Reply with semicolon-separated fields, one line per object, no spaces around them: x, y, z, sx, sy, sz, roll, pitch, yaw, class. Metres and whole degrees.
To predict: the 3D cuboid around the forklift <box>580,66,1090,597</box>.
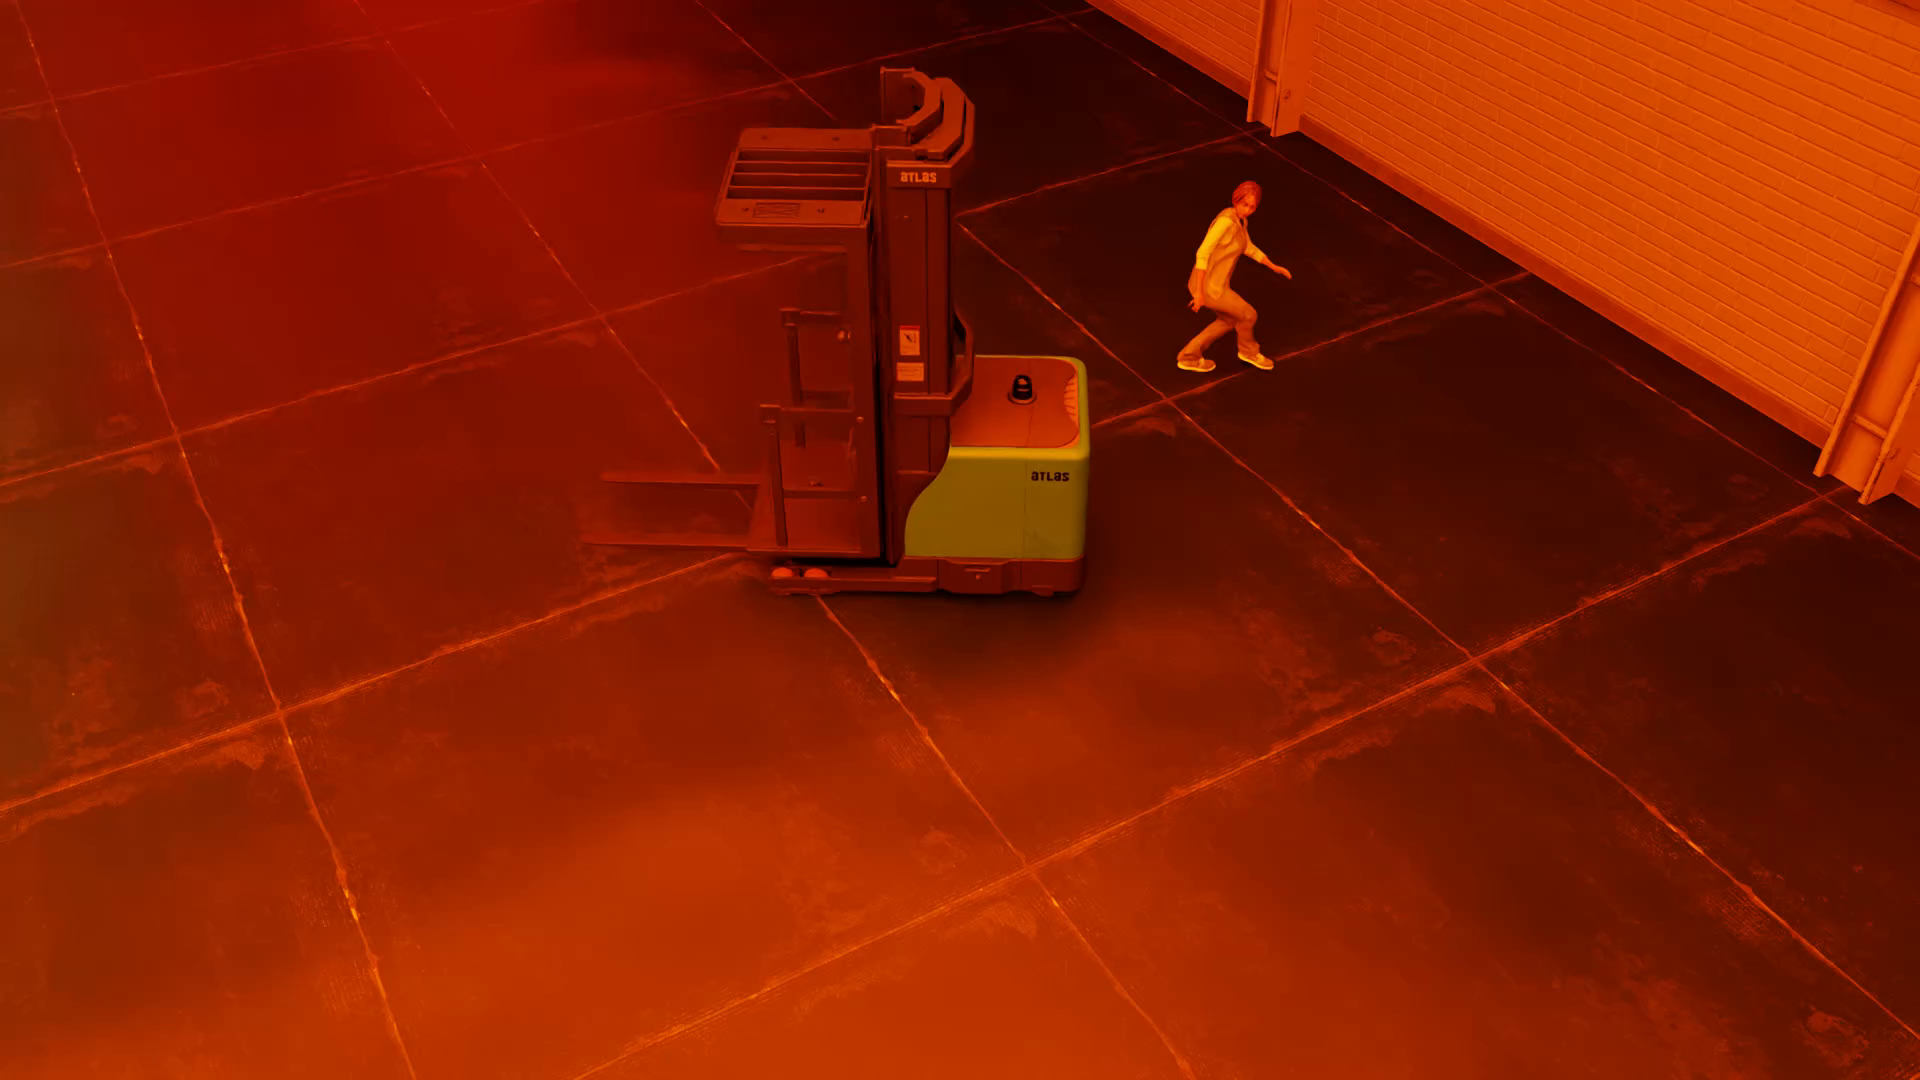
-0.759;-1.130;9.399;3.031;2.935;1.130;1;40;1;forklift

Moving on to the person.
1.880;-1.700;11.267;0.714;1.444;0.637;4;40;4;person
